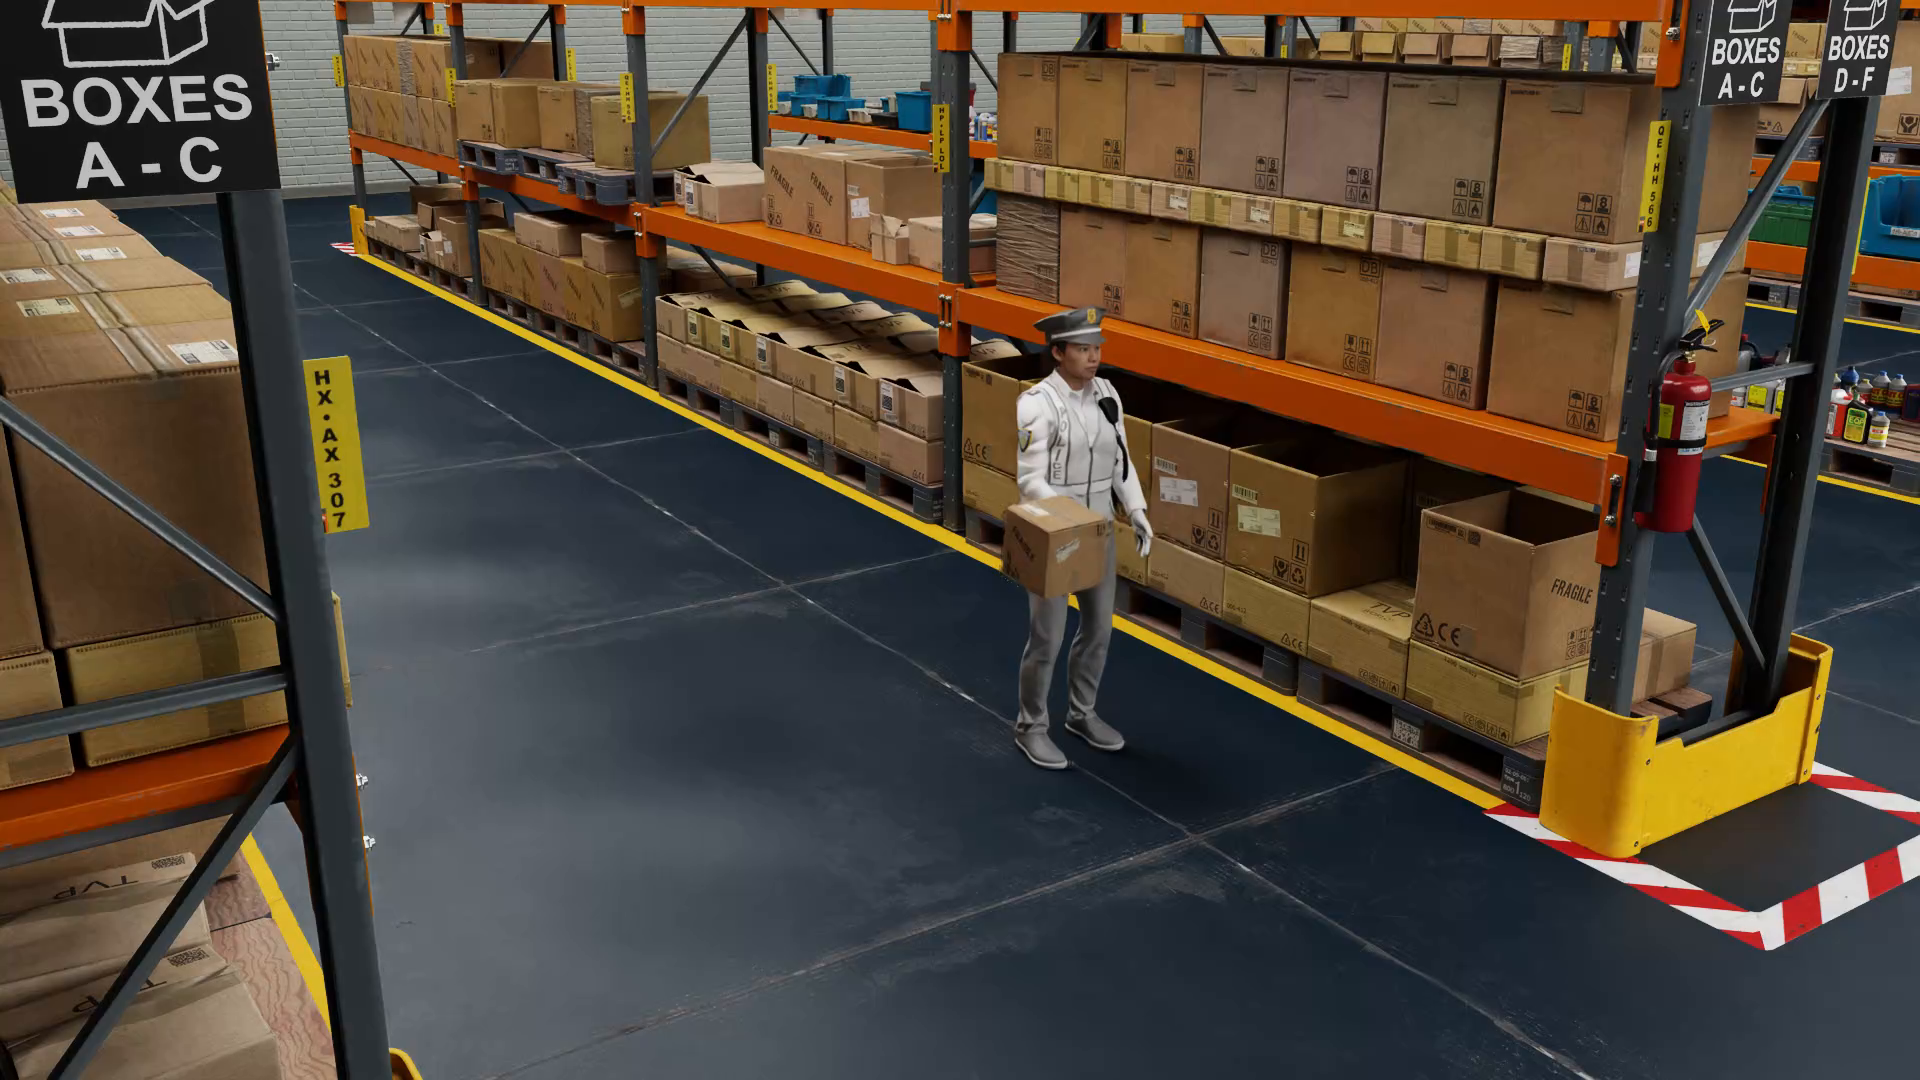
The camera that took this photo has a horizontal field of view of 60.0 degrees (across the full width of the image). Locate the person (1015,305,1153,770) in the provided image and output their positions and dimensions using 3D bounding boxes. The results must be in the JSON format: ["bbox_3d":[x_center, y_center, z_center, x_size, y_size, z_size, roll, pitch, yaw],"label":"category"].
[{"bbox_3d":[0.447,-0.009,6.033,0.492,1.691,0.476,-12,22,-32],"label":"person"}]
